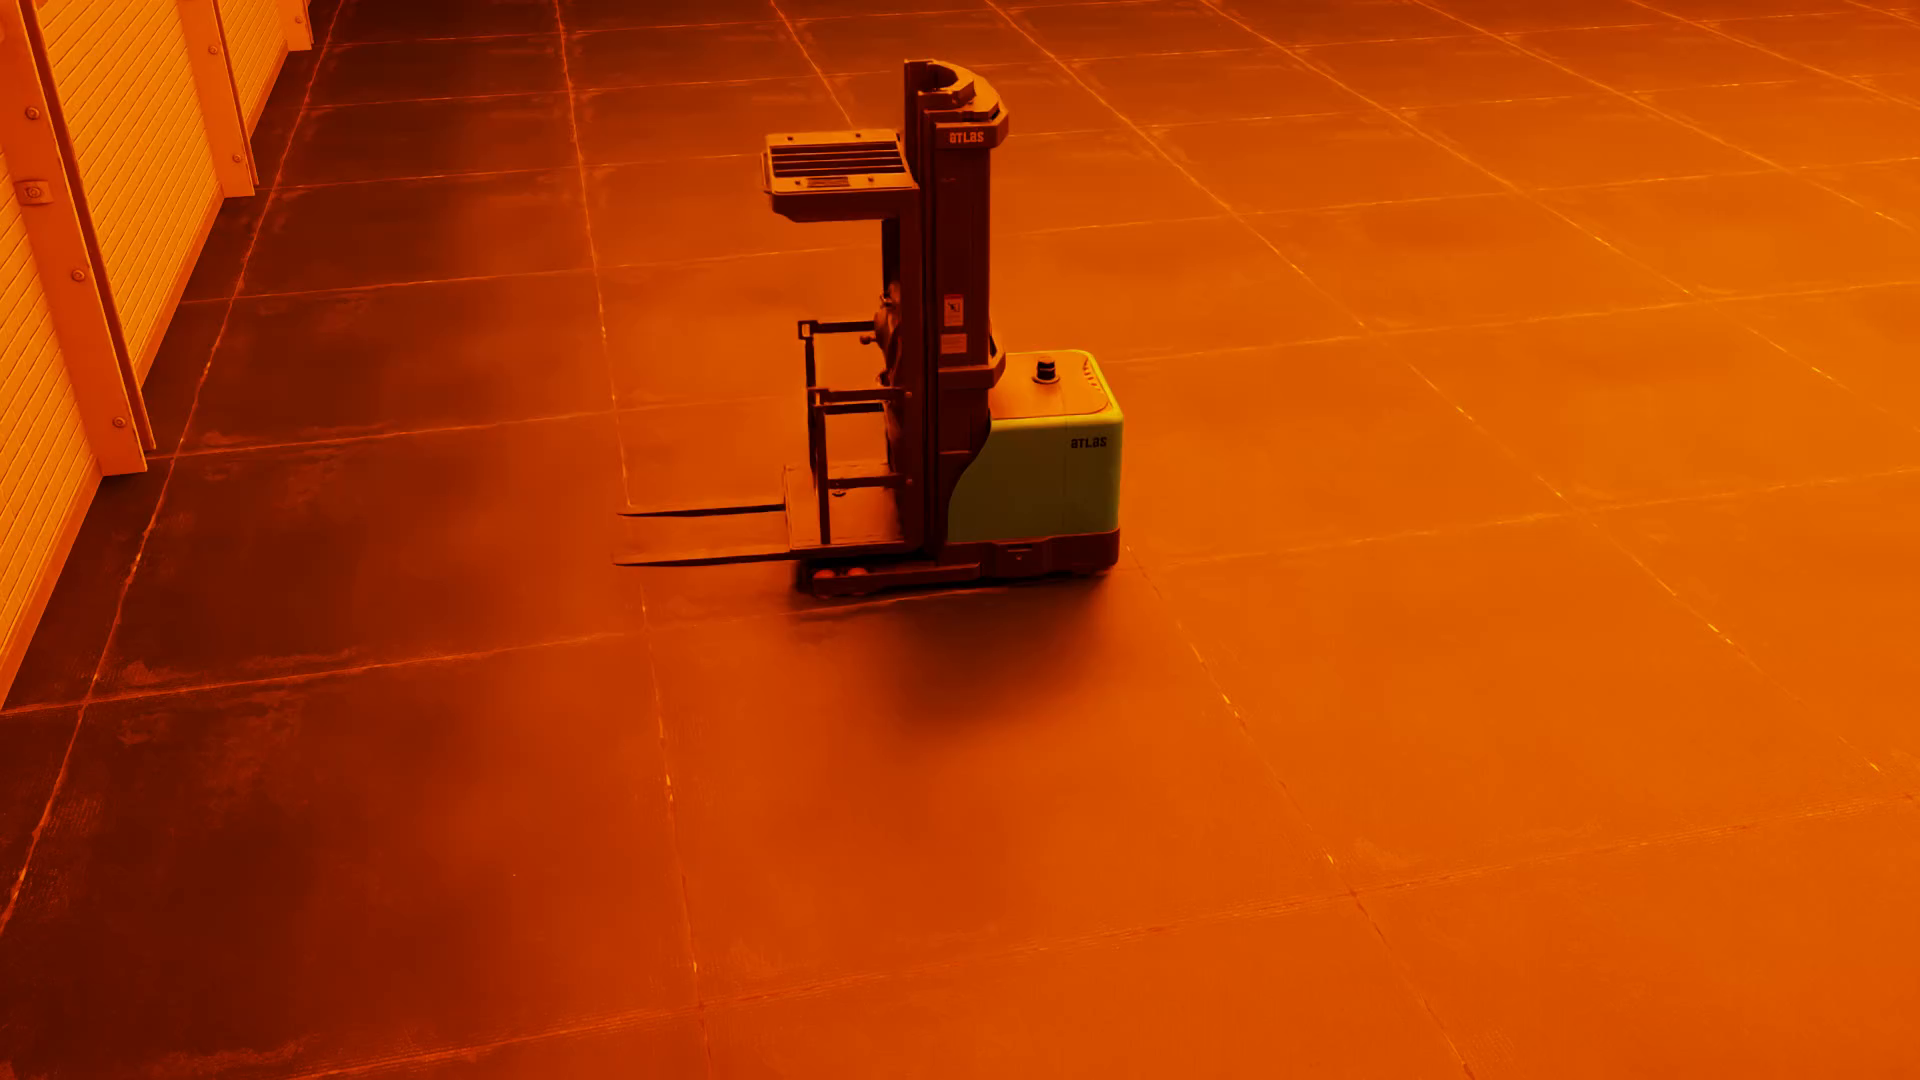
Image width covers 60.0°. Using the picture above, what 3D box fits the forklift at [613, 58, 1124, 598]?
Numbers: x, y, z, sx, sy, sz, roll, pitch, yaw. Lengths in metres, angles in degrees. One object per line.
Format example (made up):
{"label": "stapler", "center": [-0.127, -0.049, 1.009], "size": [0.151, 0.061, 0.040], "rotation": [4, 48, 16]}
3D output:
{"label": "forklift", "center": [-0.594, -1.204, 9.654], "size": [3.031, 2.935, 1.130], "rotation": [-4, 30, -7]}
